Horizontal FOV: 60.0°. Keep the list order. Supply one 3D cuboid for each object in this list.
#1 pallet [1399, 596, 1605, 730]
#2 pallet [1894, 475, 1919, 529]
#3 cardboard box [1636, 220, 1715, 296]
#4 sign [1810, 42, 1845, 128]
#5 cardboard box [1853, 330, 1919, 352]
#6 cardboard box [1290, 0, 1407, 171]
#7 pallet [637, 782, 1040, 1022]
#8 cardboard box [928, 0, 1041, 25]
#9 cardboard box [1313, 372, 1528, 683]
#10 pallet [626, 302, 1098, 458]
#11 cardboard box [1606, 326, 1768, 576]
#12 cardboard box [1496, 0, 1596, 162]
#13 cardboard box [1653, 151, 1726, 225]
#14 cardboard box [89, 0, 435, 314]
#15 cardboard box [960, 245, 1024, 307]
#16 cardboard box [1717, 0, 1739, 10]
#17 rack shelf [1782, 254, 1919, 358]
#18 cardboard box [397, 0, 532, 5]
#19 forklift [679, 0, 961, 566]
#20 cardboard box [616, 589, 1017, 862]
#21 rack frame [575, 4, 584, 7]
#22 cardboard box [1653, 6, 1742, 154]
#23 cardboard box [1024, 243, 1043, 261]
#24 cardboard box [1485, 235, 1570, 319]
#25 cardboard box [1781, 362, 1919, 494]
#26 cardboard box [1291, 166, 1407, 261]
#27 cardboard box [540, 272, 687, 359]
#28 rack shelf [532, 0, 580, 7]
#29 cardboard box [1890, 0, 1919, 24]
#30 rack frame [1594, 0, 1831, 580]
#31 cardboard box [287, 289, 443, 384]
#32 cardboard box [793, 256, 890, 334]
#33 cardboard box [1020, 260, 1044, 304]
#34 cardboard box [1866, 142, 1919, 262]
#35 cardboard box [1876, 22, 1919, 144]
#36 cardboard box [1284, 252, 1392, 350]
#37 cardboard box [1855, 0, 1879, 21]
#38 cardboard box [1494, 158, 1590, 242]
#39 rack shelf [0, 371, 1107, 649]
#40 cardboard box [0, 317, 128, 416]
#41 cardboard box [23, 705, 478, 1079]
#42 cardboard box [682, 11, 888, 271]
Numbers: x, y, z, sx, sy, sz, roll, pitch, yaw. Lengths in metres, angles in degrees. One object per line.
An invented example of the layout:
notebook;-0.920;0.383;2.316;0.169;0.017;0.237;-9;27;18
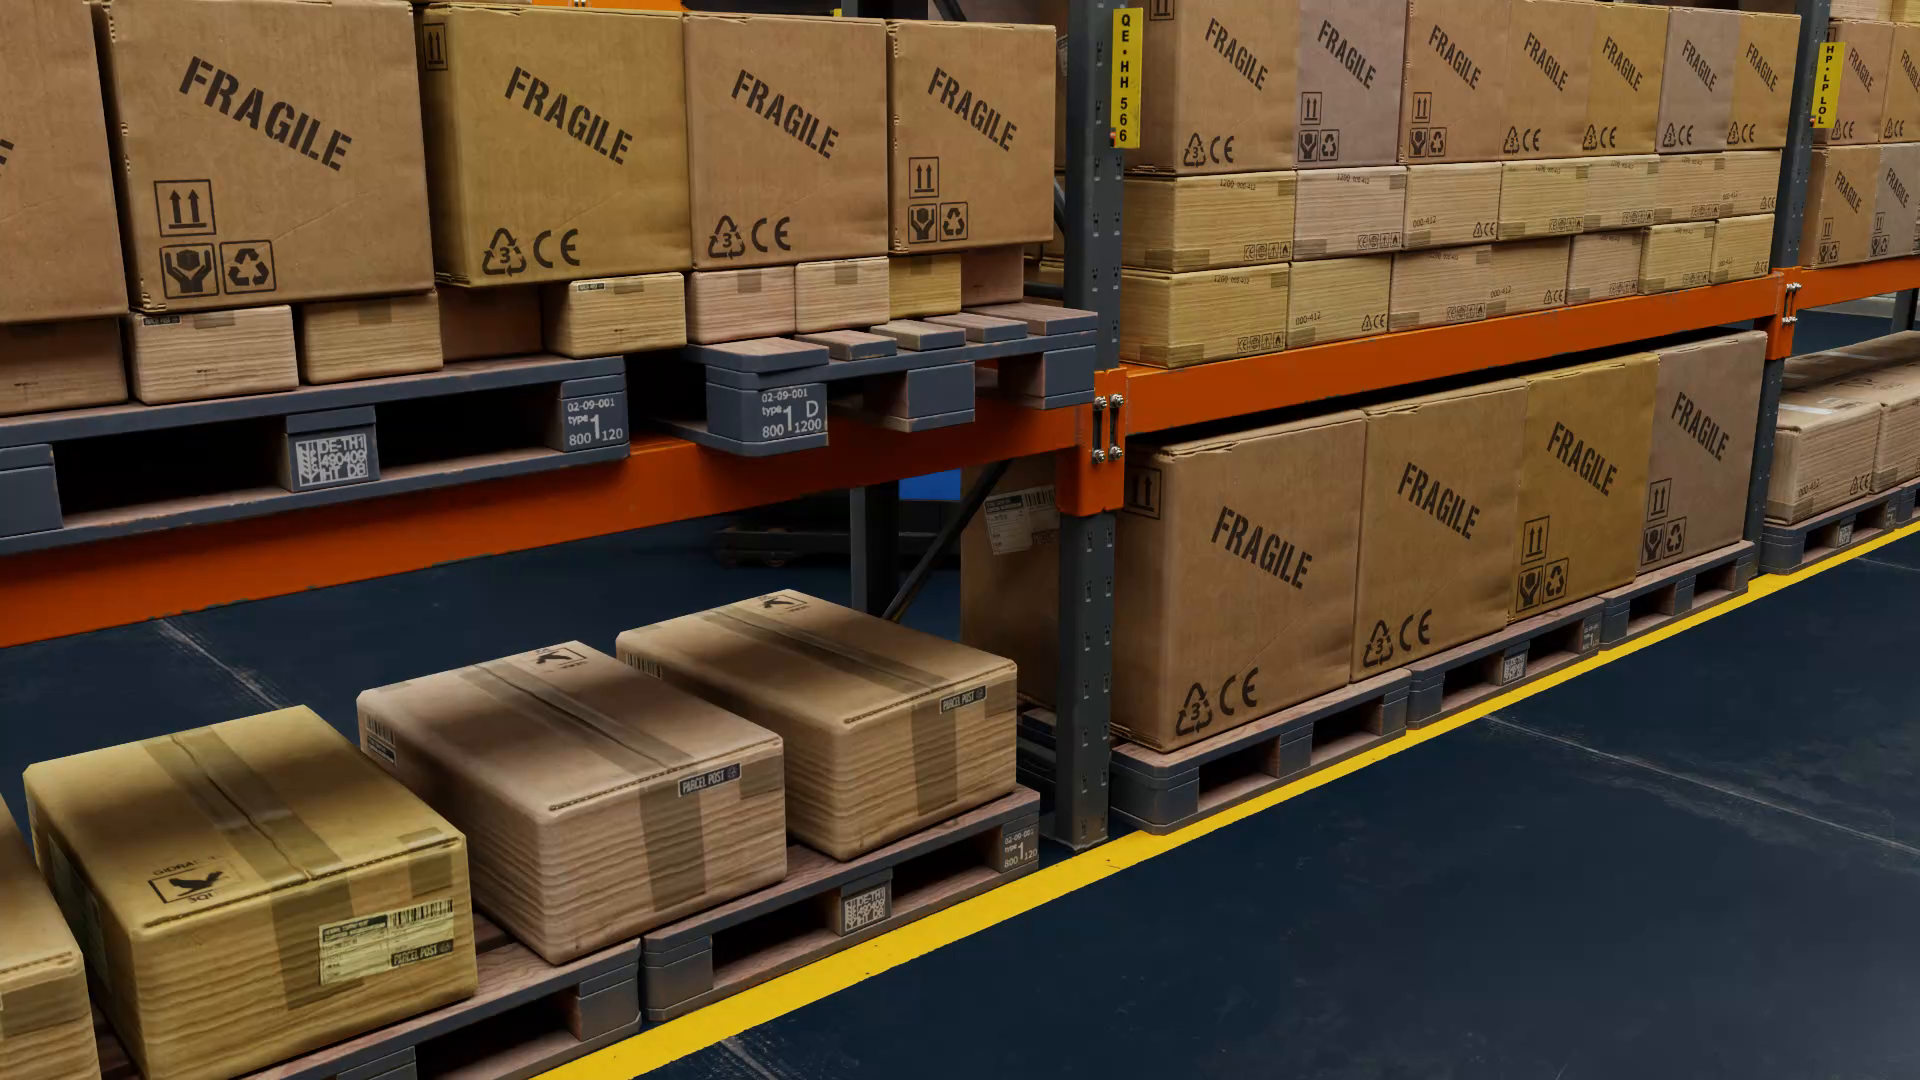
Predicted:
pallet;1.601;0.324;6.126;1.213;0.211;1.003;-13;19;-39
pallet;4.600;-0.350;8.651;1.213;0.211;1.003;-13;19;-39
cardboard box;2.496;-1.092;6.317;0.500;0.250;0.500;-13;20;-40
sign;3.418;-1.793;6.560;0.005;0.325;0.100;-13;19;-39
cardboard box;5.639;-0.887;9.410;0.875;0.438;0.875;-14;20;-41
cardboard box;0.937;-1.351;4.866;0.500;0.500;0.500;-13;19;-39
pallet;-0.554;0.781;4.417;1.213;0.211;1.003;-13;19;-39
cardboard box;0.255;-1.368;4.928;0.500;0.500;0.500;-13;20;-41
cardboard box;1.288;-0.126;5.712;0.875;0.875;0.875;-12;19;-39
pallet;-0.431;-0.464;4.047;1.003;0.211;1.213;-13;19;-39
cardboard box;2.639;-0.432;6.857;0.875;0.875;0.875;-12;19;-38
cardboard box;1.720;-1.521;5.500;0.500;0.500;0.500;-12;19;-38
cardboard box;2.509;-1.337;6.264;0.500;0.250;0.500;-12;19;-38
cardboard box;-1.299;-0.694;2.953;0.500;0.500;0.500;-14;20;-42
cardboard box;-0.056;-0.678;4.150;0.250;0.149;0.380;-12;19;-37
cardboard box;3.348;-2.358;7.378;0.250;0.149;0.380;-12;19;-38
rack shelf;4.563;-1.367;8.450;4.000;0.370;1.077;-13;19;-39
cardboard box;-1.012;-1.074;3.119;0.250;0.149;0.380;-14;20;-42
forklift;-0.683;-1.435;7.444;3.031;2.935;1.130;1;15;5
cardboard box;-0.396;0.462;4.485;0.625;0.372;0.950;-14;21;-43
rack frame;-3.451;-3.305;14.311;0.127;3.000;1.000;-13;19;-39
cardboard box;2.496;-1.694;6.147;0.500;0.500;0.500;-12;19;-38
cardboard box;0.235;-0.999;4.999;0.500;0.250;0.500;-13;20;-40
cardboard box;1.716;-0.922;5.680;0.500;0.250;0.500;-13;19;-39
cardboard box;4.273;-0.578;8.253;0.875;0.438;0.875;-13;20;-41
cardboard box;0.972;-0.992;4.975;0.500;0.250;0.500;-12;19;-38
cardboard box;-0.765;-0.477;3.397;0.250;0.149;0.380;-12;19;-38
rack shelf;-4.960;-4.068;12.748;4.000;0.370;1.077;-13;19;-39
cardboard box;4.038;-2.352;7.354;0.250;0.149;0.380;-13;20;-40
rack frame;3.054;-1.376;7.088;0.127;3.000;1.000;-13;19;-39
cardboard box;-1.173;-0.401;3.110;0.250;0.149;0.380;-13;20;-41
cardboard box;-0.372;-0.568;3.735;0.250;0.149;0.380;-13;20;-40
cardboard box;0.248;-0.762;5.081;0.500;0.250;0.500;-14;20;-41
cardboard box;3.962;-1.537;7.498;0.500;0.500;0.500;-12;19;-39
cardboard box;3.957;-2.025;7.388;0.500;0.500;0.500;-13;20;-40
cardboard box;0.947;-0.750;5.036;0.500;0.250;0.500;-13;20;-41
cardboard box;3.645;-2.270;7.048;0.250;0.149;0.380;-12;19;-39
cardboard box;1.747;-1.158;5.594;0.500;0.250;0.500;-12;19;-38
rack shelf;-1.472;-0.012;3.376;4.000;0.370;1.077;-13;19;-39
cardboard box;-1.590;-0.315;2.789;0.250;0.149;0.380;-12;19;-39
cardboard box;-1.523;0.716;3.535;0.625;0.372;0.950;-12;19;-38
cardboard box;-0.507;-0.872;3.619;0.500;0.500;0.500;-13;20;-40
